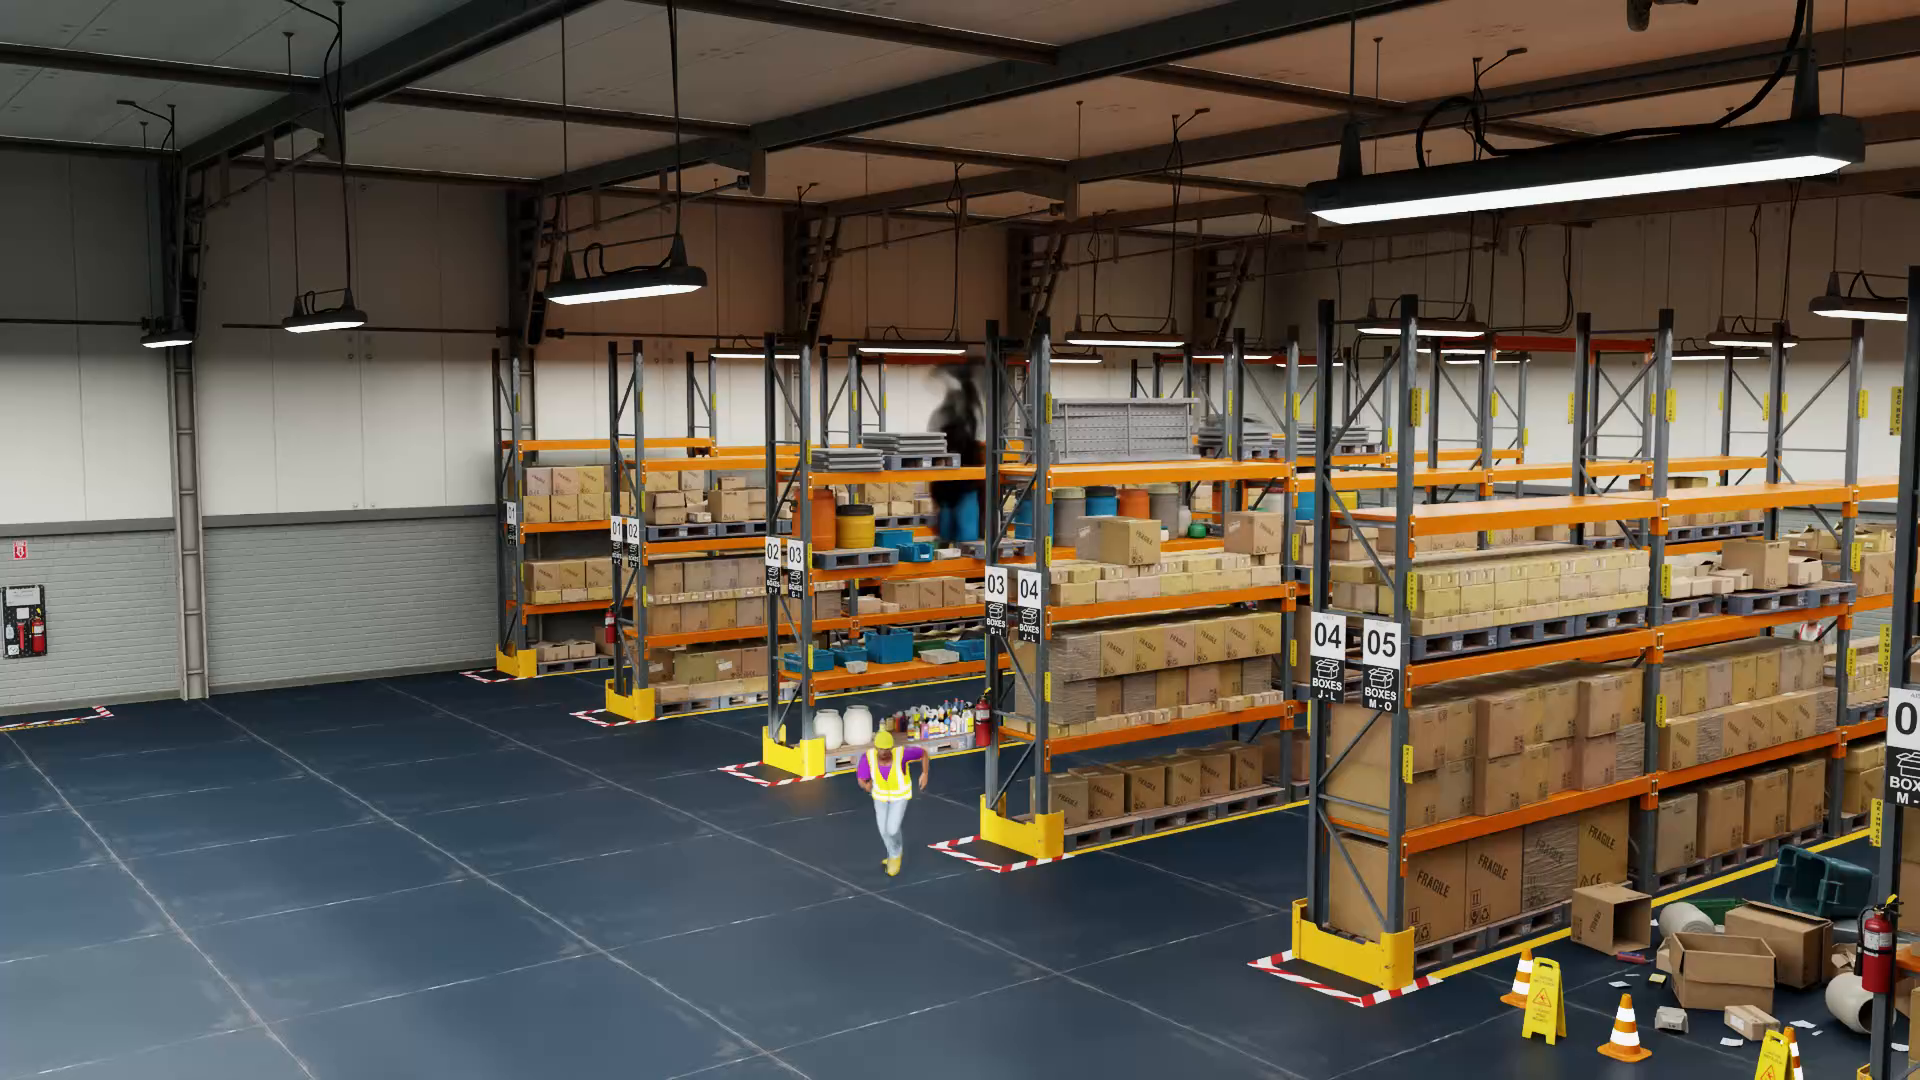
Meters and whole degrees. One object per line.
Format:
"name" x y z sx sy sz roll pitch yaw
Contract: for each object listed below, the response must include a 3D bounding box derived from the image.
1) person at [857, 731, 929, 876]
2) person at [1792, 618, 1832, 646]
"person" -0.714 2.798 17.777 0.733 1.632 0.939 1 5 10
"person" 13.458 1.957 26.366 0.641 1.778 0.694 4 6 37
